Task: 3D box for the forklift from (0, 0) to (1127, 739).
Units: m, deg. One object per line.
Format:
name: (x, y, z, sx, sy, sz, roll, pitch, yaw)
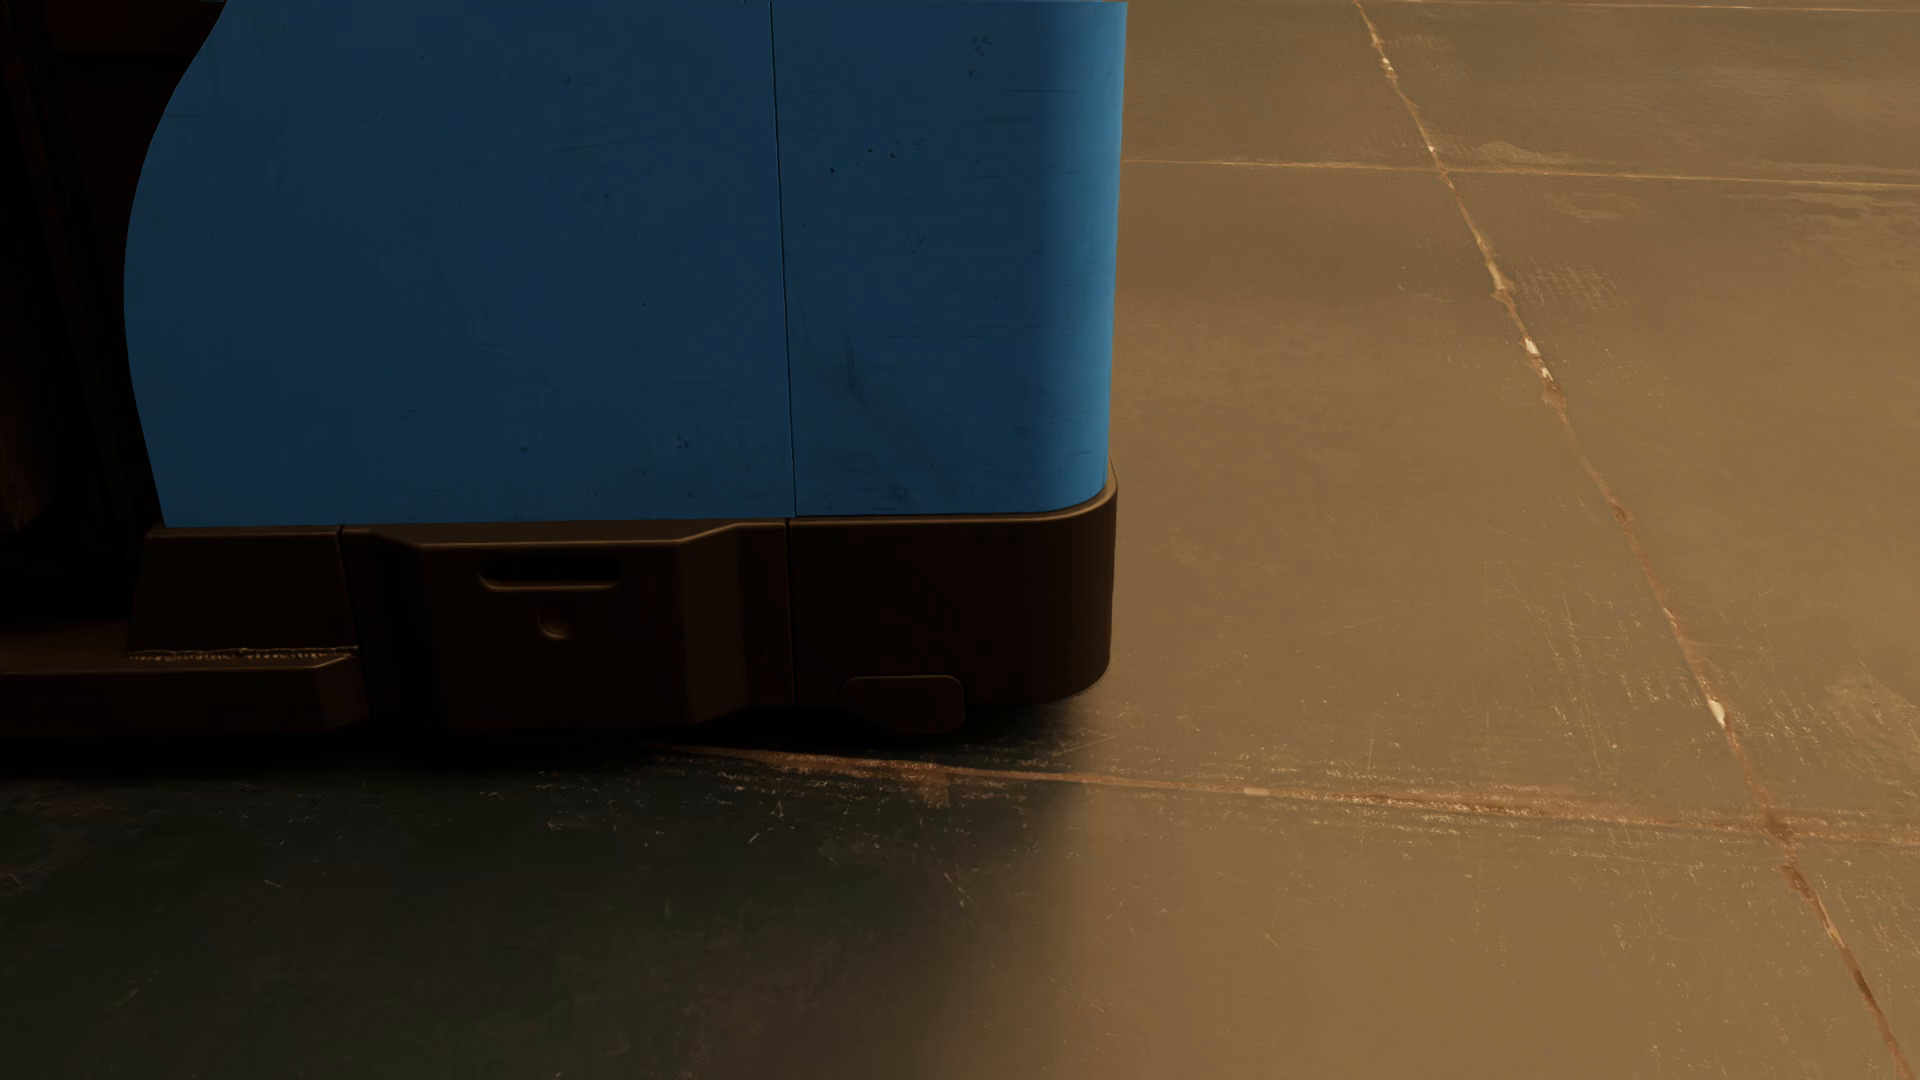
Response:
forklift: (-1.346, -1.266, 1.754, 3.031, 2.935, 1.130, -1, 27, -2)
